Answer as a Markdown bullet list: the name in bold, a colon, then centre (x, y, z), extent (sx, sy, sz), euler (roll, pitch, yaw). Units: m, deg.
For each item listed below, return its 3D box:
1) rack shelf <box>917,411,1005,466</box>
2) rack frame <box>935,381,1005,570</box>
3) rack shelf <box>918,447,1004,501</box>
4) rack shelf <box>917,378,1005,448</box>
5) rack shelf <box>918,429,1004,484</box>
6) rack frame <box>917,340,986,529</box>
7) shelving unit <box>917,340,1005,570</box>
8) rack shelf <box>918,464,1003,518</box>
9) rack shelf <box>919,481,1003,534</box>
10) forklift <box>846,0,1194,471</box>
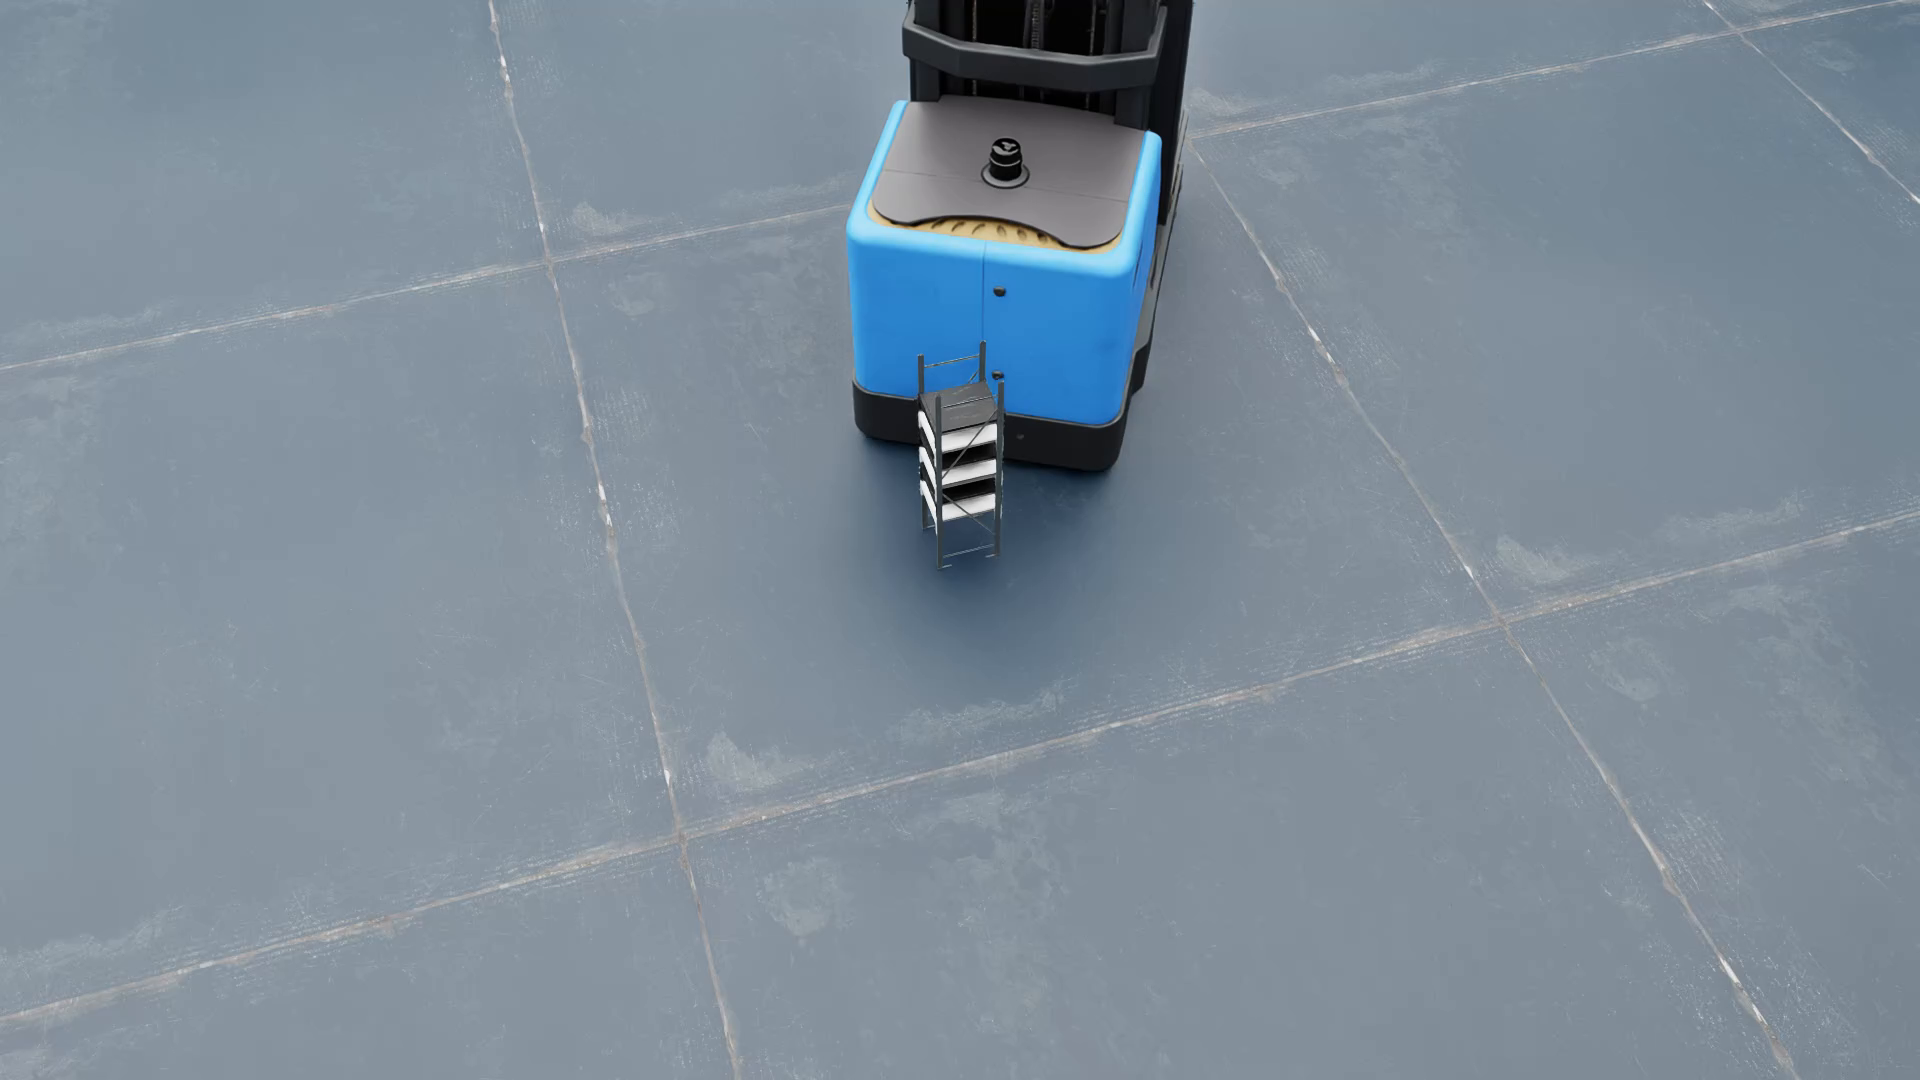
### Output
- **rack shelf**: centre (0.002, -0.379, 5.789), extent (0.258, 0.077, 0.200), euler (-13, 51, -11)
- **rack frame**: centre (0.032, -0.210, 5.838), extent (0.240, 0.900, 0.006), euler (-13, 51, -11)
- **rack shelf**: centre (0.002, -0.263, 5.926), extent (0.258, 0.077, 0.200), euler (-13, 51, -11)
- **rack shelf**: centre (0.002, -0.437, 5.720), extent (0.258, 0.077, 0.200), euler (-13, 51, -11)
- **rack shelf**: centre (0.002, -0.321, 5.858), extent (0.258, 0.077, 0.200), euler (-13, 51, -11)
- **rack frame**: centre (-0.028, -0.358, 5.964), extent (0.240, 0.900, 0.006), euler (-13, 51, -11)
- **shelving unit**: centre (0.002, -0.284, 5.901), extent (0.258, 0.900, 0.210), euler (-13, 51, -11)
- **rack shelf**: centre (0.002, -0.205, 5.995), extent (0.258, 0.077, 0.200), euler (-13, 51, -11)
- **rack shelf**: centre (0.002, -0.147, 6.064), extent (0.258, 0.077, 0.200), euler (-13, 51, -11)
- **forklift**: centre (0.392, -2.364, 6.326), extent (1.130, 2.935, 3.031), euler (9, 50, 8)
